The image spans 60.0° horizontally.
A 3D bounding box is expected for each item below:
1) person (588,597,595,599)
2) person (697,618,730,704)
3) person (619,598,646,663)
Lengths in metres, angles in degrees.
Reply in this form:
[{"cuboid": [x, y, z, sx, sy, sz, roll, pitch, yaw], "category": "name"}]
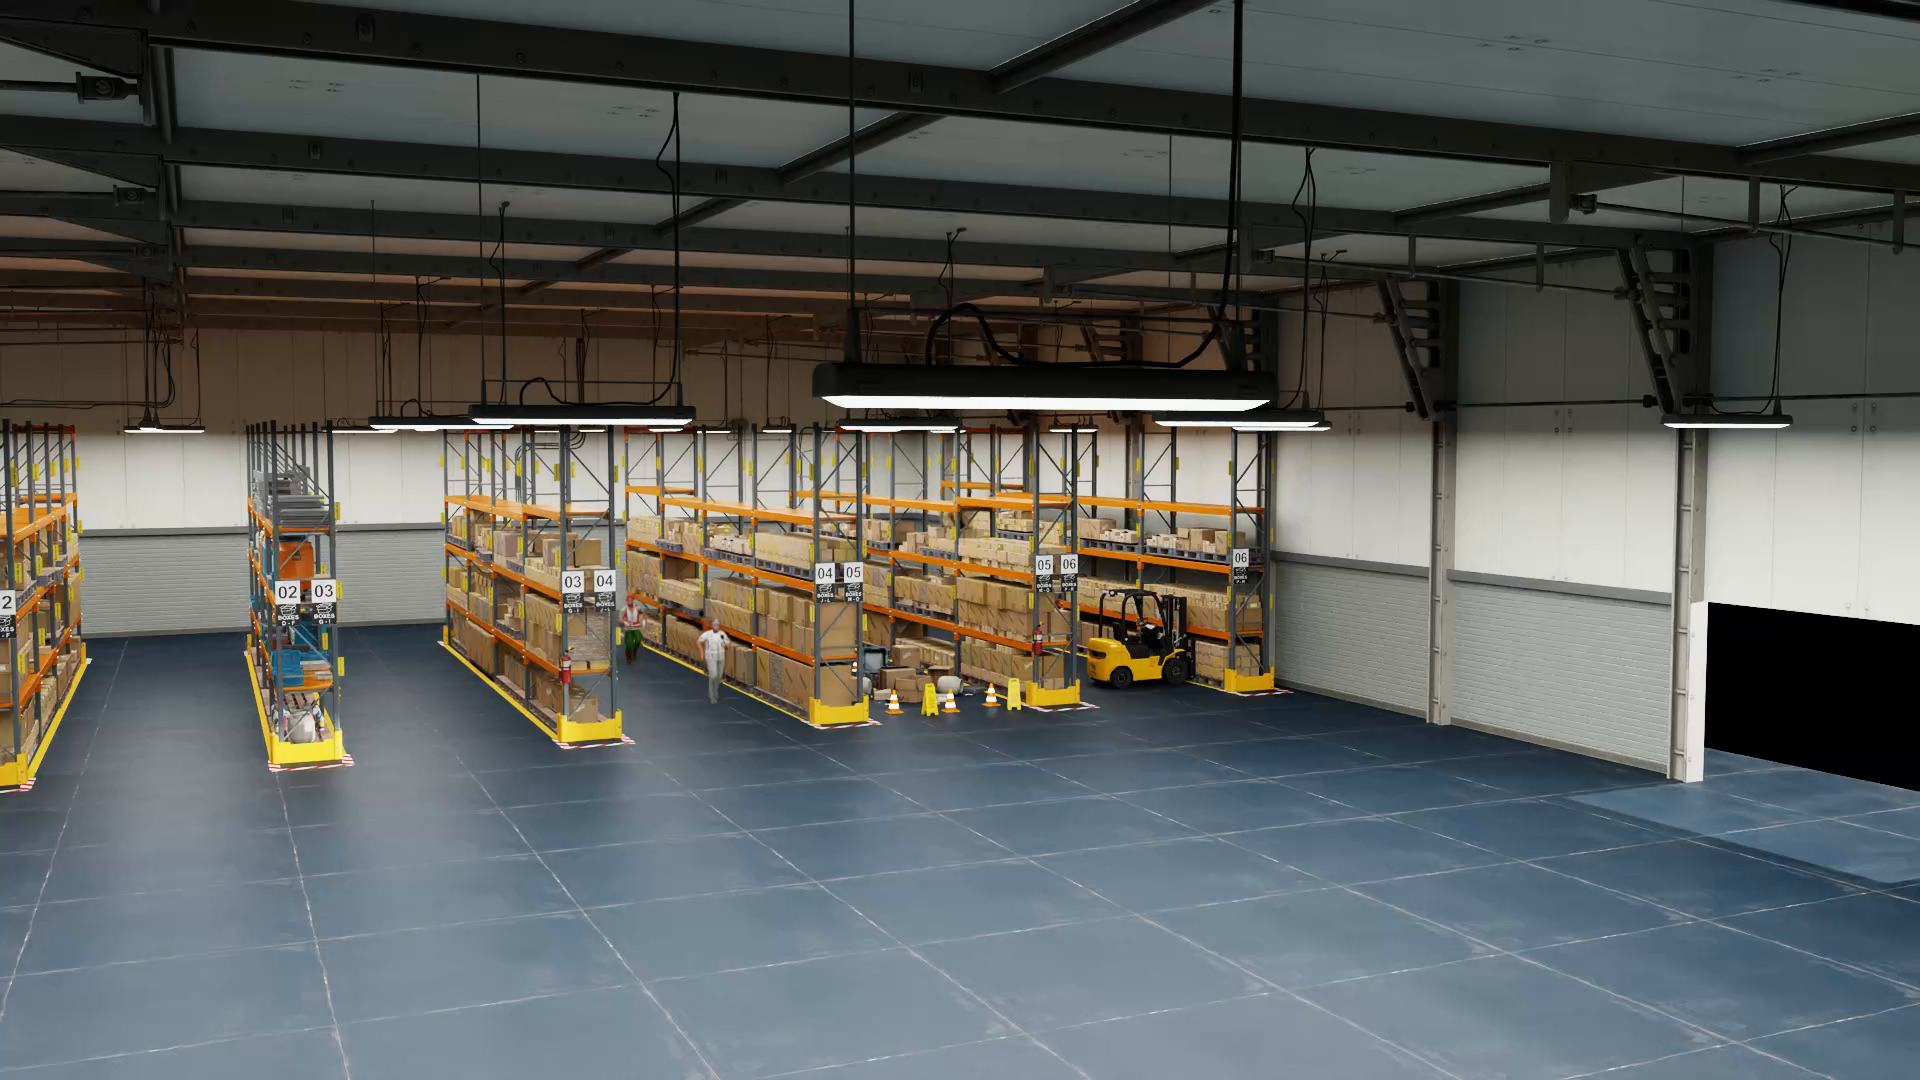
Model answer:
[{"cuboid": [-10.006, 2.011, 45.662, 0.587, 1.714, 0.934, -2, 4, -28], "category": "person"}, {"cuboid": [-5.275, 2.603, 35.878, 0.632, 1.853, 0.759, -2, 4, -31], "category": "person"}, {"cuboid": [-8.180, 2.265, 41.573, 0.689, 1.688, 0.770, -1, 4, -17], "category": "person"}]
